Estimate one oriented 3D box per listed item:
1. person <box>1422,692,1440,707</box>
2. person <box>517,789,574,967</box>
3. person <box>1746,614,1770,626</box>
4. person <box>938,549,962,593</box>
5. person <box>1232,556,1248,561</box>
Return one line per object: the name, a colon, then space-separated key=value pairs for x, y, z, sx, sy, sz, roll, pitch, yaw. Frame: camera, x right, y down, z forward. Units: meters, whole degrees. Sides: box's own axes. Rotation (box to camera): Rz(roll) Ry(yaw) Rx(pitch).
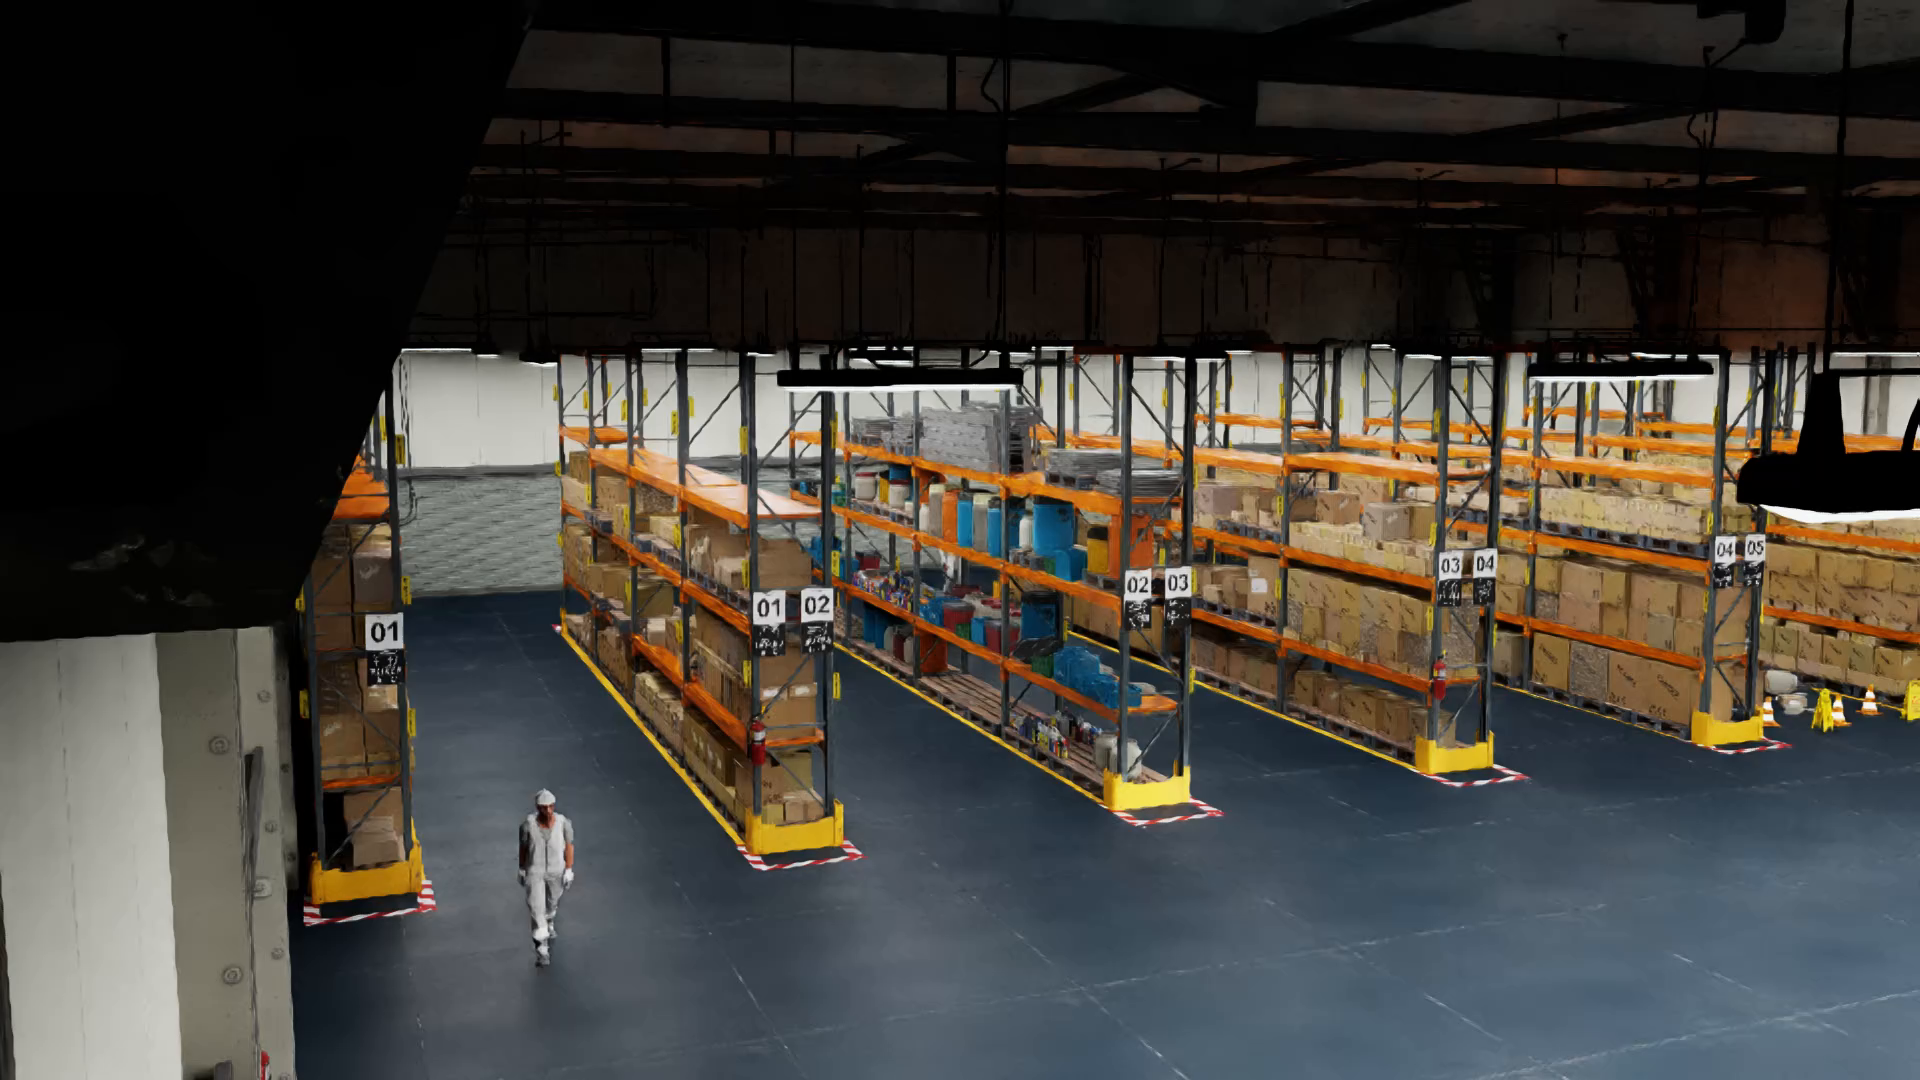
person: x=7.708 y=2.106 z=26.989 sx=0.468 sy=1.600 sz=0.406 roll=6 pitch=9 yaw=39
person: x=-4.170 y=3.344 z=16.805 sx=0.550 sy=1.709 sz=1.128 roll=-3 pitch=8 yaw=-23
person: x=16.941 y=0.981 z=35.162 sx=0.585 sy=1.763 sz=0.682 roll=0 pitch=7 yaw=3
person: x=-0.153 y=0.628 z=38.610 sx=0.729 sy=1.631 sz=0.546 roll=-3 pitch=8 yaw=-22
person: x=7.722 y=-0.316 z=45.476 sx=0.565 sy=1.783 sz=0.570 roll=5 pitch=9 yaw=35
